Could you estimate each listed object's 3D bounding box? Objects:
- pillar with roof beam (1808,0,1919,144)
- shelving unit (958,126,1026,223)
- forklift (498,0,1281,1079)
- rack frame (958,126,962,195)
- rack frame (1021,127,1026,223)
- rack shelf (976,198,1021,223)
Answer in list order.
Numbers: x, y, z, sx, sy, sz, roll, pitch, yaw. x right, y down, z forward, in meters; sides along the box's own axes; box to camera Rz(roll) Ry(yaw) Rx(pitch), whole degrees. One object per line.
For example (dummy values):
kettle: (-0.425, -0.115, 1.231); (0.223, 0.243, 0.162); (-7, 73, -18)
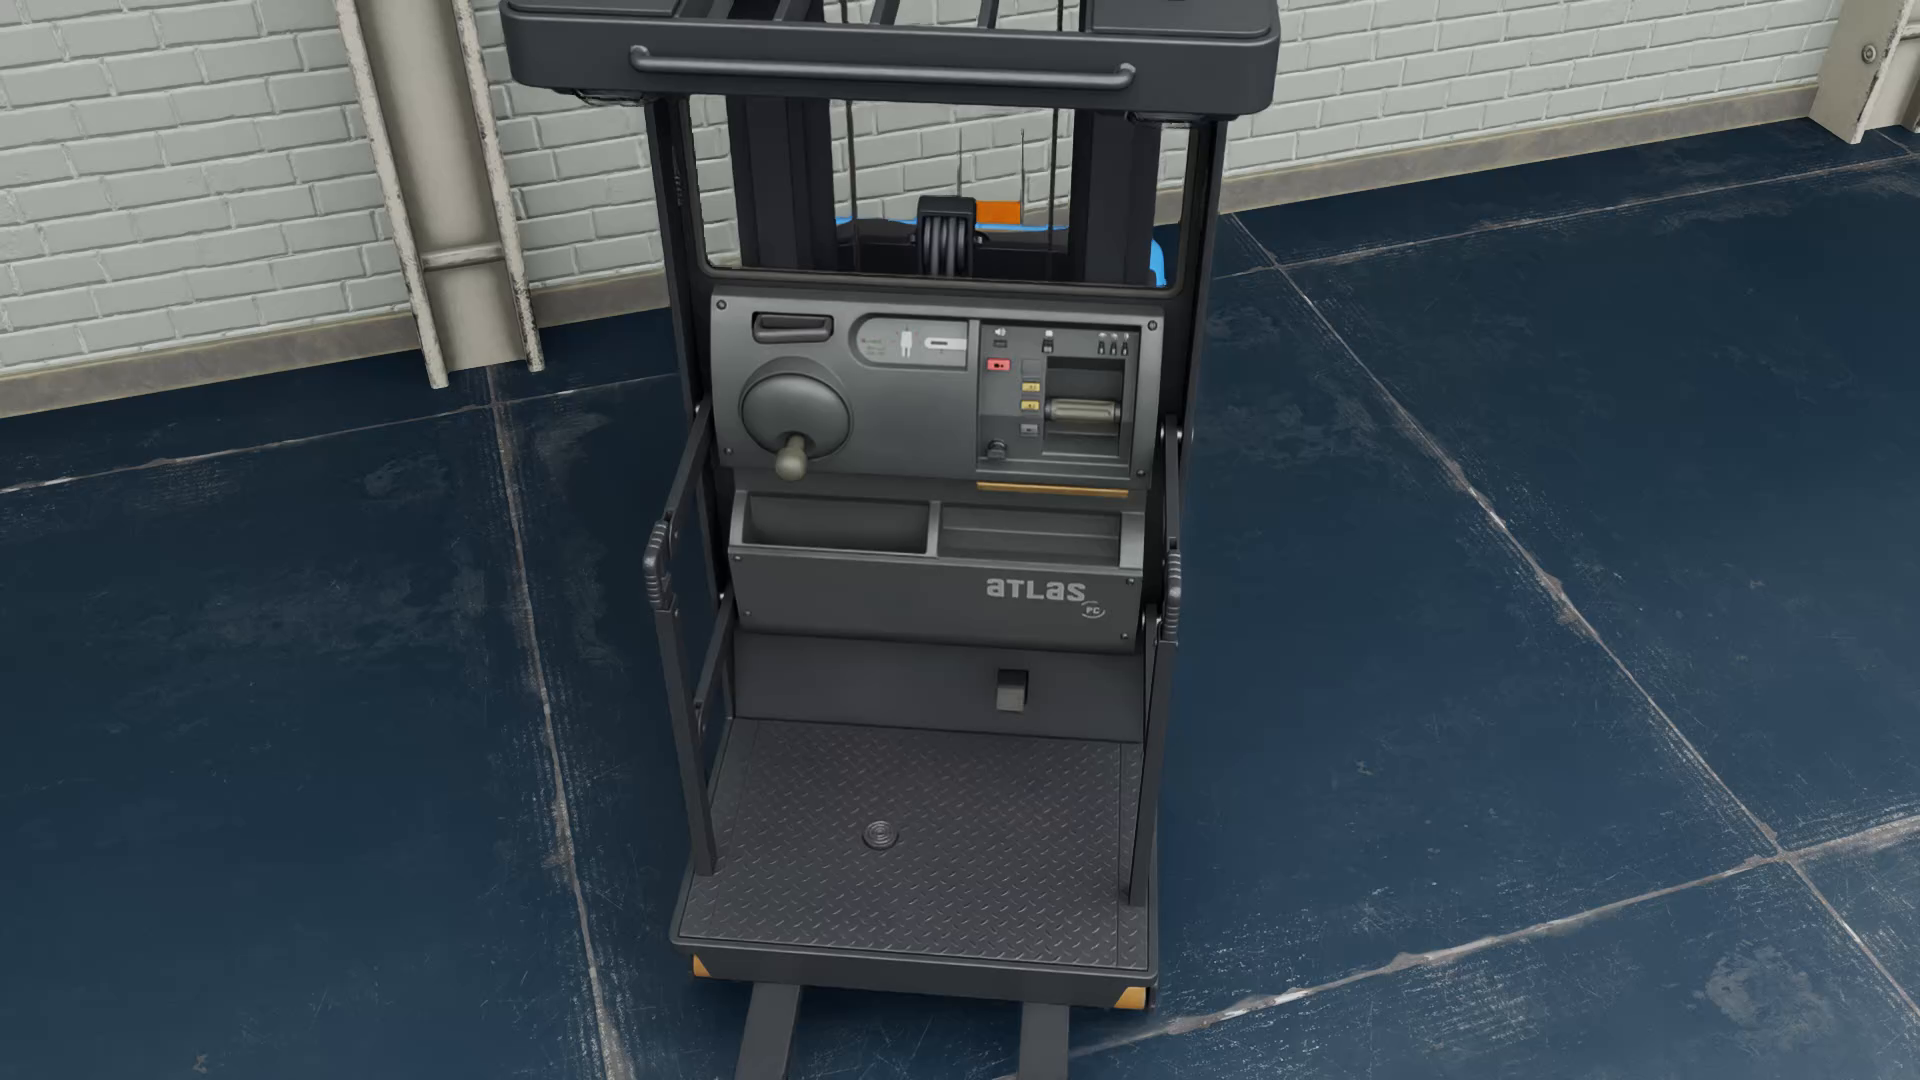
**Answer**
pillar with roof beam: (5.299, -2.540, 1.318); (0.400, 9.000, 9.100); (-12, 42, -13)
shelving unit: (0.091, -0.661, 5.094); (0.189, 1.200, 0.258); (1, 41, 1)
forklift: (-0.069, -0.224, 3.278); (1.130, 2.935, 3.031); (3, 41, 4)
rack frame: (-0.001, -0.662, 5.096); (0.006, 1.200, 0.240); (1, 41, 1)
rack frame: (0.182, -0.659, 5.093); (0.006, 1.200, 0.240); (1, 41, 1)
rack shelf: (0.091, -0.898, 4.886); (0.180, 0.103, 0.258); (1, 41, 1)
